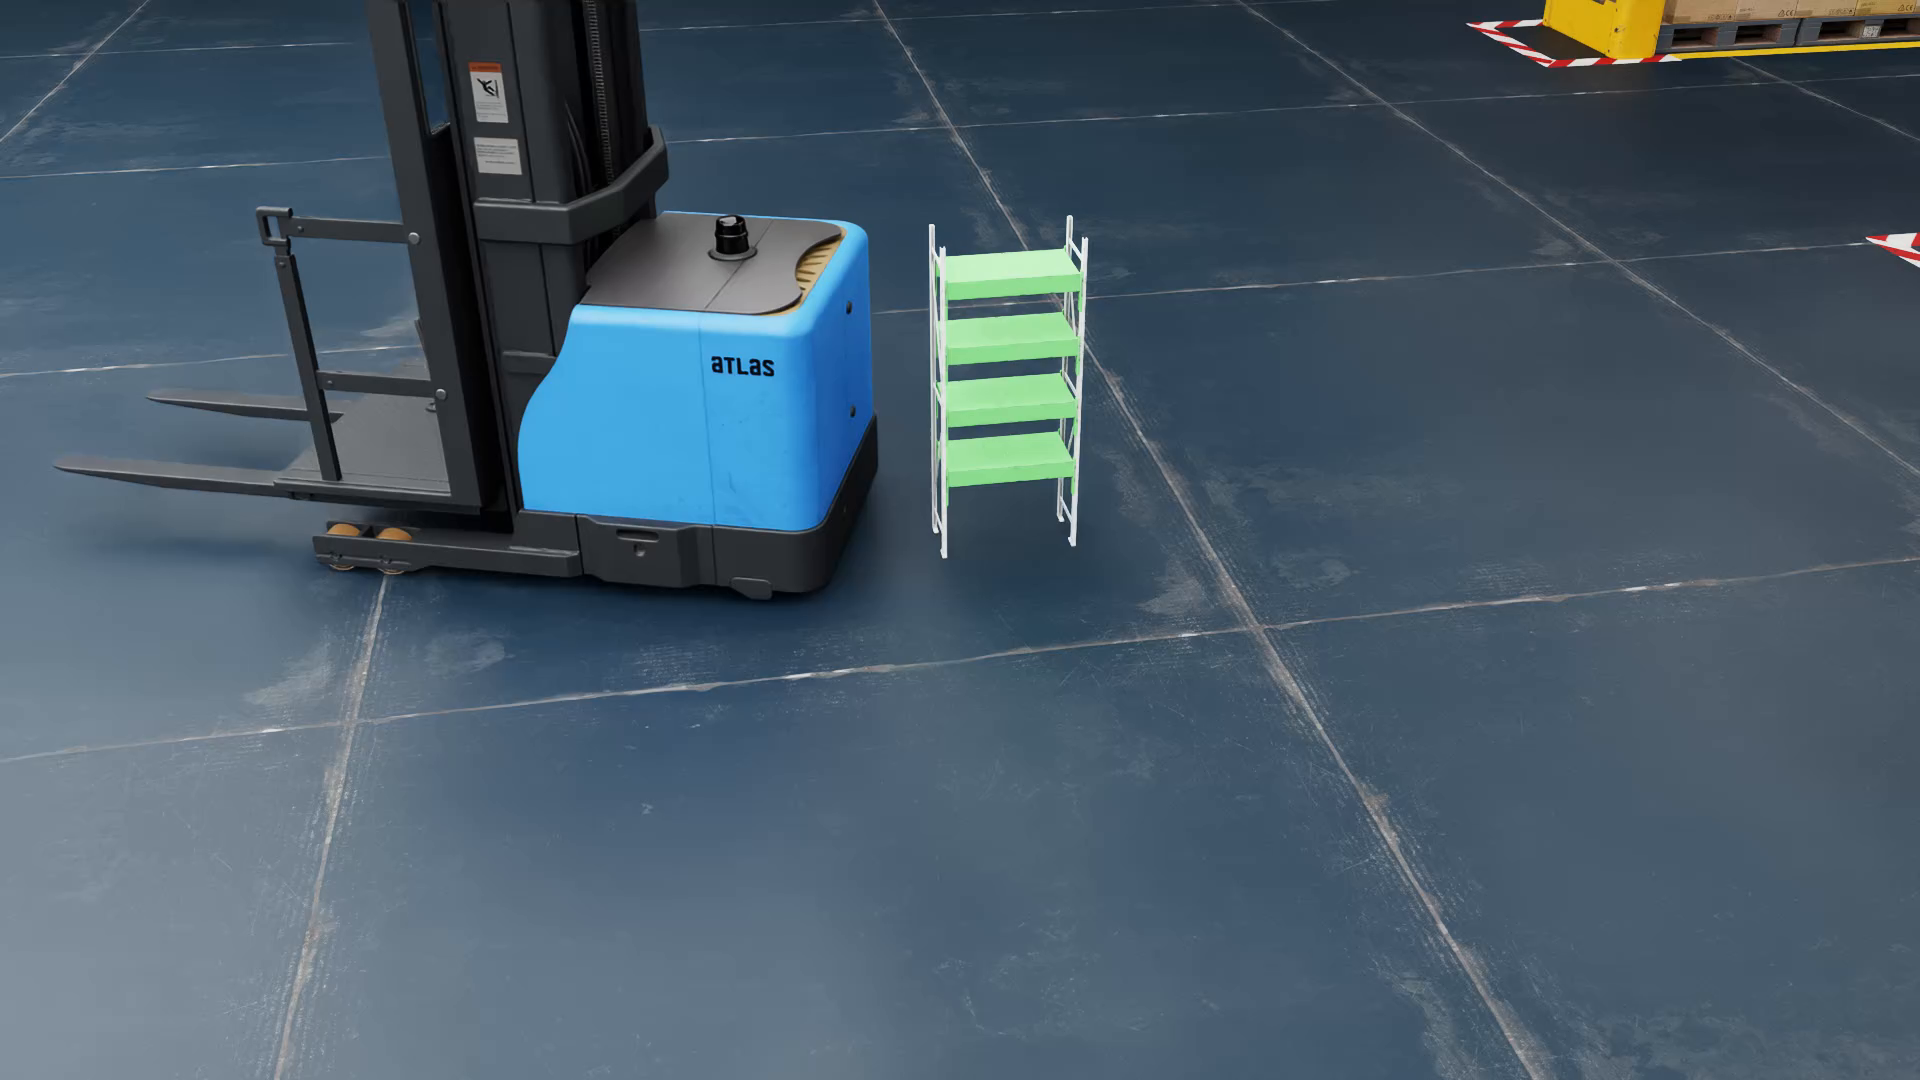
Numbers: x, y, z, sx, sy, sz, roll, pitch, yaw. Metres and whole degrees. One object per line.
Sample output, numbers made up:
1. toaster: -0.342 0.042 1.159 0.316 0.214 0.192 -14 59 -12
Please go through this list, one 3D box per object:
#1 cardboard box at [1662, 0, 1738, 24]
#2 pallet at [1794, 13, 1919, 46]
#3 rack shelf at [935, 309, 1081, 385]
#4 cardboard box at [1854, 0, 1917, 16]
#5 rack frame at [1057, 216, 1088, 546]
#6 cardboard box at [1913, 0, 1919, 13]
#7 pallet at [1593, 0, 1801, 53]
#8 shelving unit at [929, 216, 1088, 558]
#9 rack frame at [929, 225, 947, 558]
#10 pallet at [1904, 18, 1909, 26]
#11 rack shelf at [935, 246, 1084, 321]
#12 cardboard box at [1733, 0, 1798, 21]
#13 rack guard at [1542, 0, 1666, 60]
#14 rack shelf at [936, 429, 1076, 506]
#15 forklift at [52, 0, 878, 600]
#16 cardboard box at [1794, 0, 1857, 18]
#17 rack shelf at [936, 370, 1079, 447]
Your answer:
1. cardboard box: 5.489 -4.081 12.530 0.500 0.250 0.500 -5 31 -9
2. pallet: 6.864 -4.146 13.092 1.213 0.211 1.003 -5 31 -9
3. rack shelf: 0.163 -0.684 5.882 0.480 0.148 0.258 -5 31 -9
4. cardboard box: 6.965 -4.217 12.762 0.500 0.250 0.500 -5 31 -9
5. rack frame: 0.403 -0.555 6.009 0.015 1.200 0.240 -5 31 -9
6. cardboard box: 7.456 -4.263 12.840 0.500 0.250 0.500 -5 31 -9
7. pallet: 5.666 -4.036 12.906 1.213 0.211 1.003 -5 31 -9
8. shelving unit: 0.163 -0.532 5.972 0.503 1.200 0.258 -5 31 -9
9. rack frame: -0.077 -0.510 5.934 0.015 1.200 0.240 -5 31 -9
10. pallet: 8.066 -4.259 13.285 1.213 0.211 1.003 -5 31 -9
11. rack shelf: 0.163 -0.891 5.761 0.480 0.148 0.258 -5 31 -9
12. cardboard box: 5.980 -4.129 12.611 0.500 0.250 0.500 -5 31 -9
13. rack guard: 4.898 -4.068 12.675 0.348 0.500 1.175 -5 31 -9
14. rack shelf: 0.163 -0.270 6.126 0.480 0.148 0.258 -5 31 -9
15. forklift: -1.888 -1.395 5.731 3.031 2.935 1.130 5 31 8
16. cardboard box: 6.472 -4.174 12.688 0.500 0.250 0.500 -5 31 -9
17. rack shelf: 0.163 -0.477 6.004 0.480 0.148 0.258 -5 31 -9
